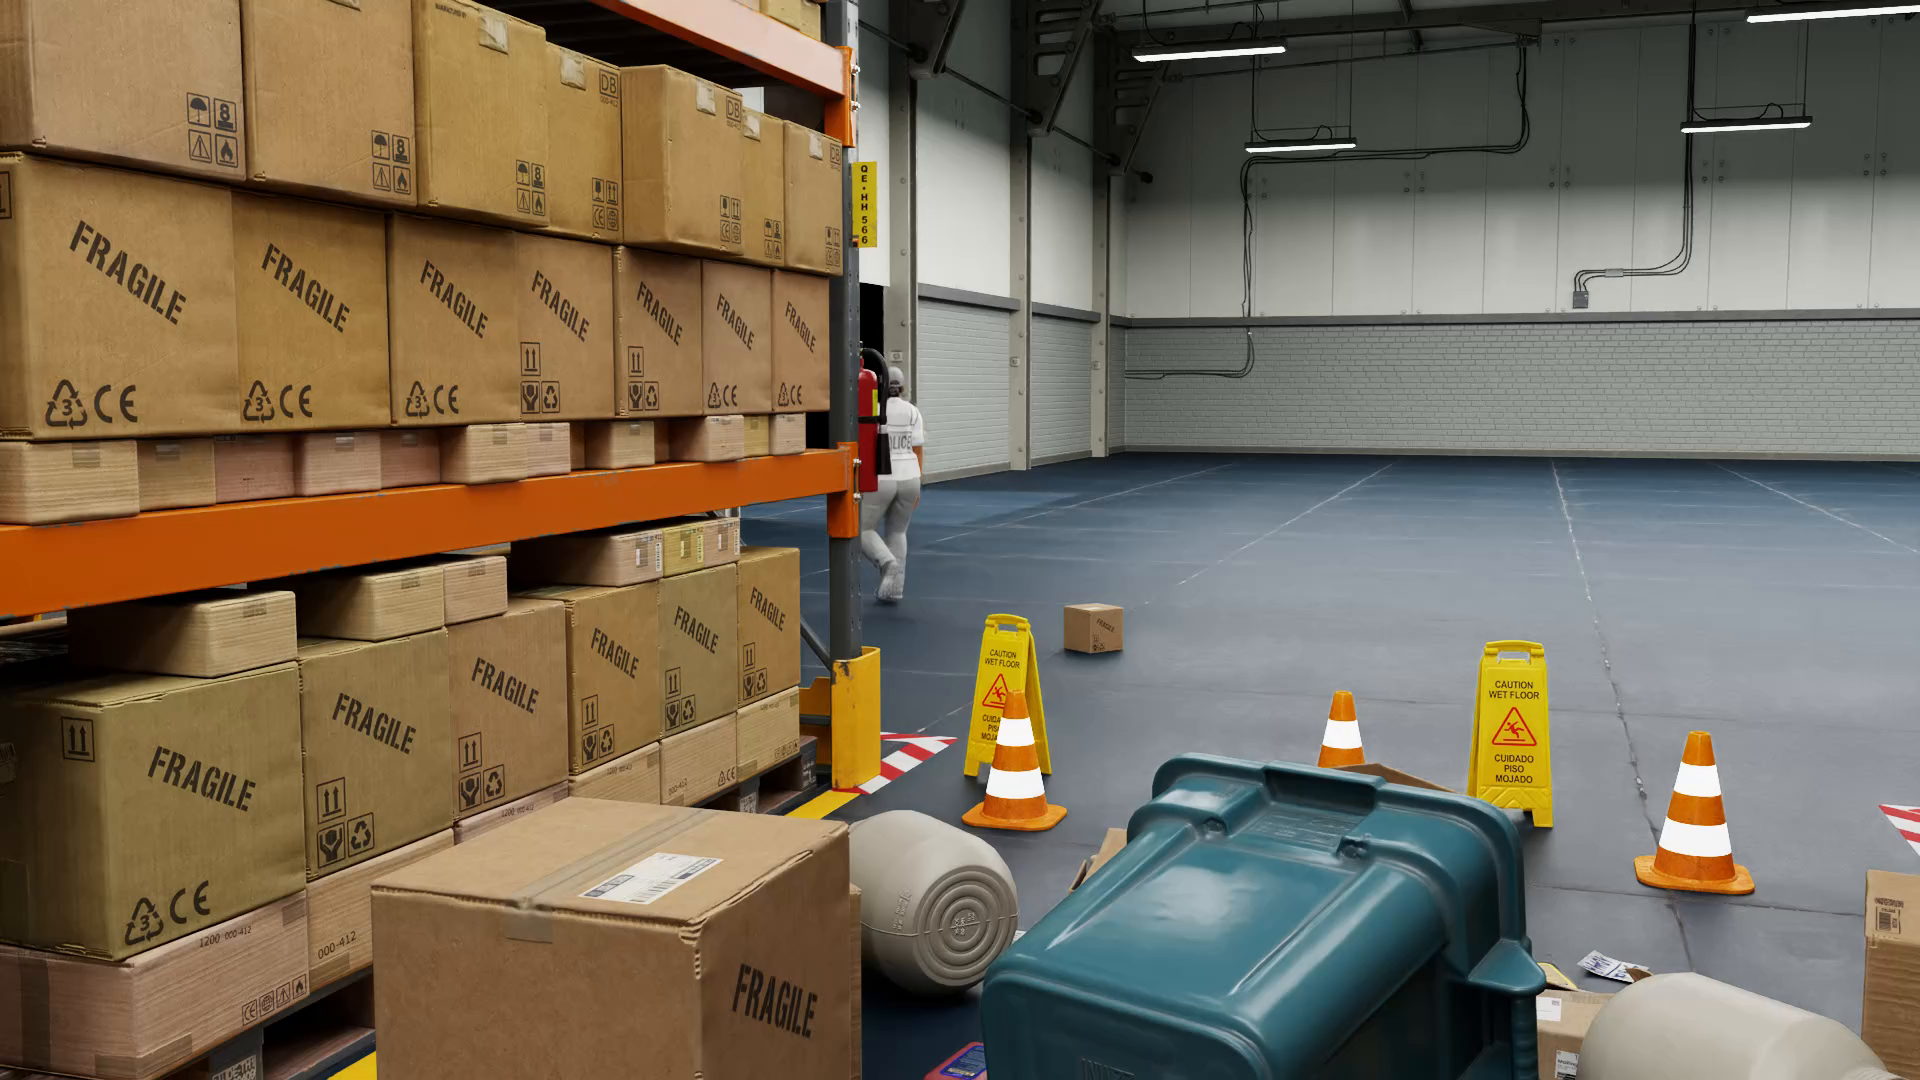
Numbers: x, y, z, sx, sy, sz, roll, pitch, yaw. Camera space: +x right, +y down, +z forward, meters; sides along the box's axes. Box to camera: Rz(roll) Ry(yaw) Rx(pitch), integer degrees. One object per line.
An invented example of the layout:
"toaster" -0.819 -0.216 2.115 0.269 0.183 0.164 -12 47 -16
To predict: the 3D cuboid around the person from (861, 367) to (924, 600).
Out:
"person" -0.487 -0.386 11.642 0.485 1.649 0.620 -3 6 -27
